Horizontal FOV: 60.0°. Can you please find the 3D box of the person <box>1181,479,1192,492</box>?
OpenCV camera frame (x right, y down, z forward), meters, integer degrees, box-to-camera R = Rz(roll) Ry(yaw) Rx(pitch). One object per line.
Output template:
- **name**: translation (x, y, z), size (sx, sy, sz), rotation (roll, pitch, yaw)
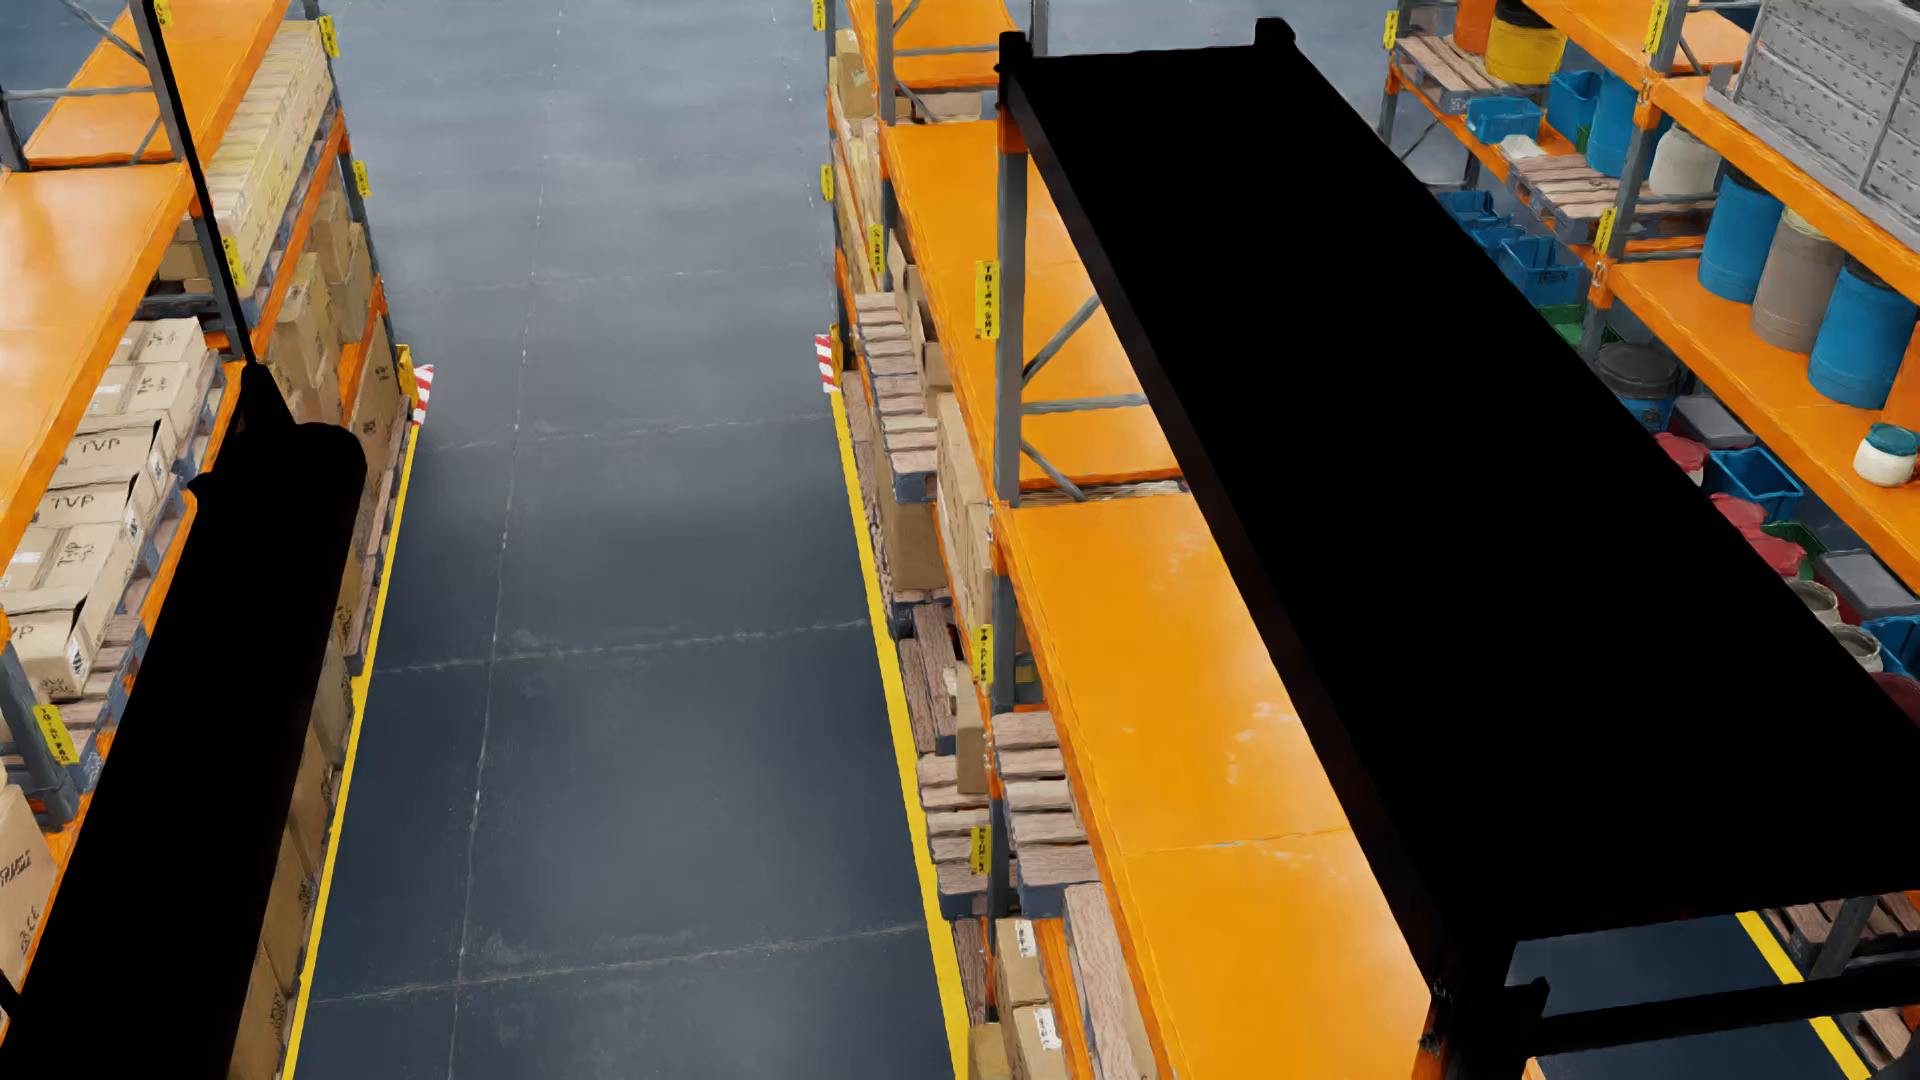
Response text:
- **person**: translation (1.904, -0.489, 12.178), size (0.614, 1.725, 1.001), rotation (4, 36, 5)
